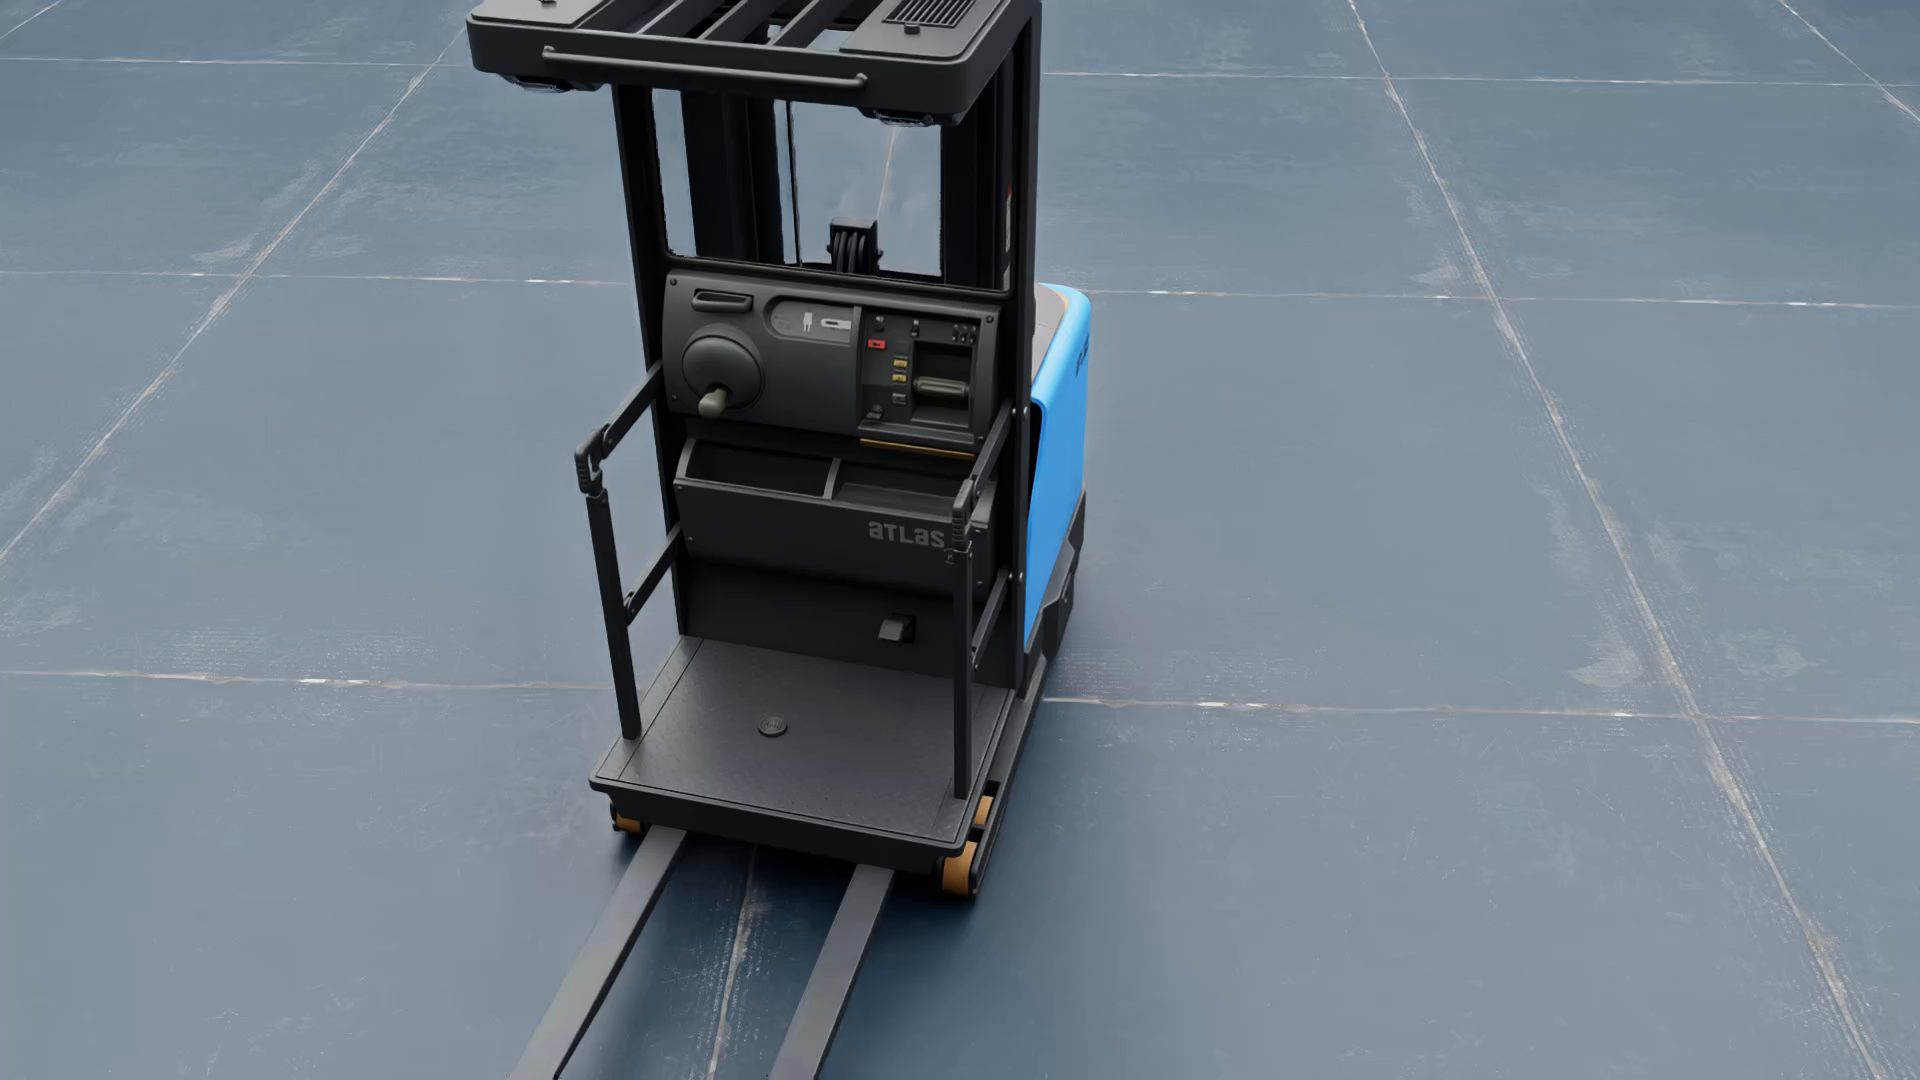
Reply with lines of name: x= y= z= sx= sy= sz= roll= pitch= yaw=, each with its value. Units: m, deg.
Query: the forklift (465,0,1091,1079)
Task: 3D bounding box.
forklift: x=-0.407 y=-0.420 z=4.299 sx=1.130 sy=2.935 sz=3.031 roll=8 pitch=36 yaw=12

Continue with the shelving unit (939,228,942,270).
shelving unit: x=0.094 y=-0.696 z=6.196 sx=0.258 sy=1.200 sz=0.503 roll=6 pitch=36 yaw=9

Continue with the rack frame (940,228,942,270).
rack frame: x=0.049 y=-0.558 z=6.000 sx=0.240 sy=1.200 sz=0.015 roll=6 pitch=36 yaw=9
